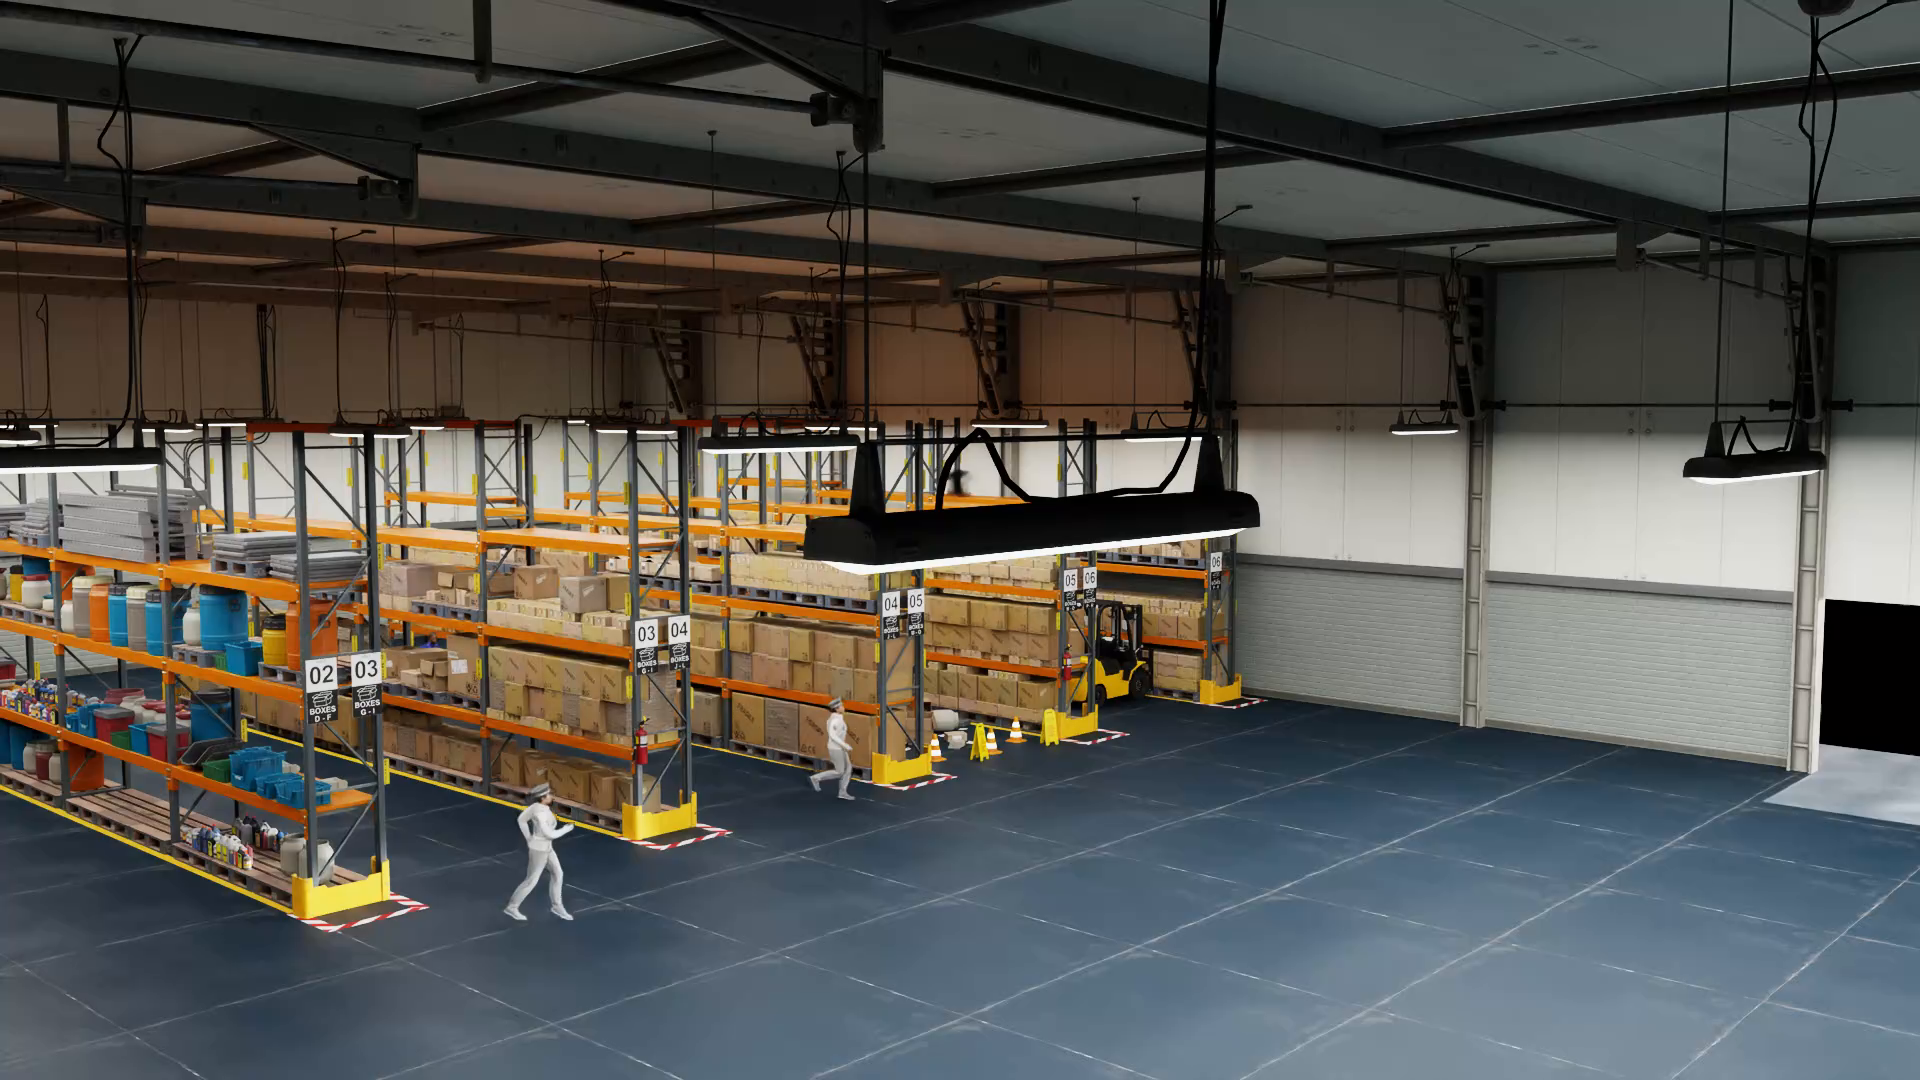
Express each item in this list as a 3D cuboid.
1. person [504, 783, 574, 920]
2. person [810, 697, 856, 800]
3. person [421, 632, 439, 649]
[{"bbox_3d":[-5.135,3.823,20.264,0.846,1.740,0.558,-1,5,-14],"label":"person"},{"bbox_3d":[-2.039,3.342,26.640,0.725,1.669,0.632,0,5,-3],"label":"person"},{"bbox_3d":[-11.266,2.692,35.046,0.793,1.559,0.580,2,5,24],"label":"person"}]
